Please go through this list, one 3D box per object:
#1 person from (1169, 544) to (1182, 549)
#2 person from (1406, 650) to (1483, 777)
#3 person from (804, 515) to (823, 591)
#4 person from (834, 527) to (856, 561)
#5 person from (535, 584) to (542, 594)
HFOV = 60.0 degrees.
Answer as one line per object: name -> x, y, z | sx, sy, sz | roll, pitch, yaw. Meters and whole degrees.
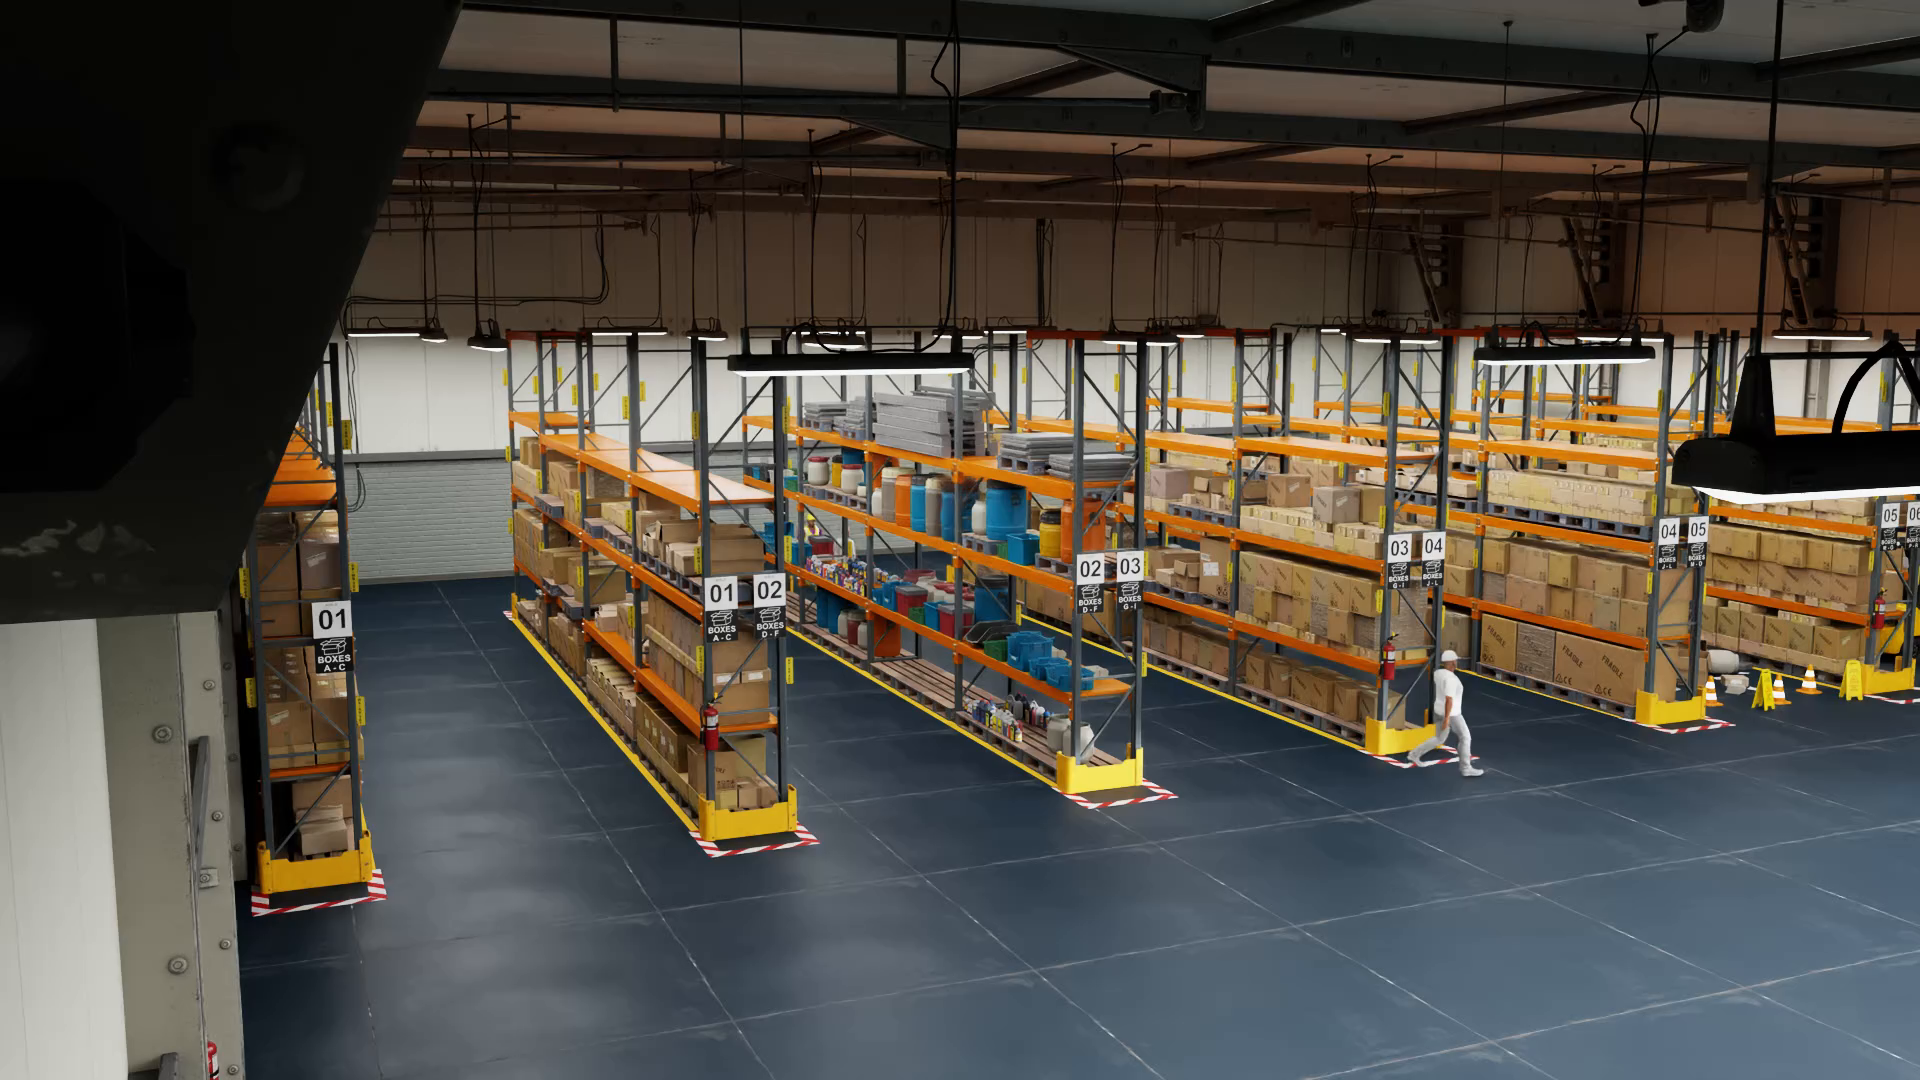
person -> 4.390, 0.925, 33.747 | 0.523, 1.674, 0.490 | -2, 8, -14
person -> 6.700, 2.375, 22.908 | 0.956, 1.725, 0.560 | -1, 8, -8
person -> -3.354, 0.266, 38.130 | 0.580, 1.698, 1.047 | -6, 10, -35
person -> -2.472, 0.589, 35.774 | 0.618, 1.766, 0.820 | 7, 11, 43
person -> -9.183, 0.516, 37.008 | 1.022, 1.529, 0.429 | 6, 10, 35
